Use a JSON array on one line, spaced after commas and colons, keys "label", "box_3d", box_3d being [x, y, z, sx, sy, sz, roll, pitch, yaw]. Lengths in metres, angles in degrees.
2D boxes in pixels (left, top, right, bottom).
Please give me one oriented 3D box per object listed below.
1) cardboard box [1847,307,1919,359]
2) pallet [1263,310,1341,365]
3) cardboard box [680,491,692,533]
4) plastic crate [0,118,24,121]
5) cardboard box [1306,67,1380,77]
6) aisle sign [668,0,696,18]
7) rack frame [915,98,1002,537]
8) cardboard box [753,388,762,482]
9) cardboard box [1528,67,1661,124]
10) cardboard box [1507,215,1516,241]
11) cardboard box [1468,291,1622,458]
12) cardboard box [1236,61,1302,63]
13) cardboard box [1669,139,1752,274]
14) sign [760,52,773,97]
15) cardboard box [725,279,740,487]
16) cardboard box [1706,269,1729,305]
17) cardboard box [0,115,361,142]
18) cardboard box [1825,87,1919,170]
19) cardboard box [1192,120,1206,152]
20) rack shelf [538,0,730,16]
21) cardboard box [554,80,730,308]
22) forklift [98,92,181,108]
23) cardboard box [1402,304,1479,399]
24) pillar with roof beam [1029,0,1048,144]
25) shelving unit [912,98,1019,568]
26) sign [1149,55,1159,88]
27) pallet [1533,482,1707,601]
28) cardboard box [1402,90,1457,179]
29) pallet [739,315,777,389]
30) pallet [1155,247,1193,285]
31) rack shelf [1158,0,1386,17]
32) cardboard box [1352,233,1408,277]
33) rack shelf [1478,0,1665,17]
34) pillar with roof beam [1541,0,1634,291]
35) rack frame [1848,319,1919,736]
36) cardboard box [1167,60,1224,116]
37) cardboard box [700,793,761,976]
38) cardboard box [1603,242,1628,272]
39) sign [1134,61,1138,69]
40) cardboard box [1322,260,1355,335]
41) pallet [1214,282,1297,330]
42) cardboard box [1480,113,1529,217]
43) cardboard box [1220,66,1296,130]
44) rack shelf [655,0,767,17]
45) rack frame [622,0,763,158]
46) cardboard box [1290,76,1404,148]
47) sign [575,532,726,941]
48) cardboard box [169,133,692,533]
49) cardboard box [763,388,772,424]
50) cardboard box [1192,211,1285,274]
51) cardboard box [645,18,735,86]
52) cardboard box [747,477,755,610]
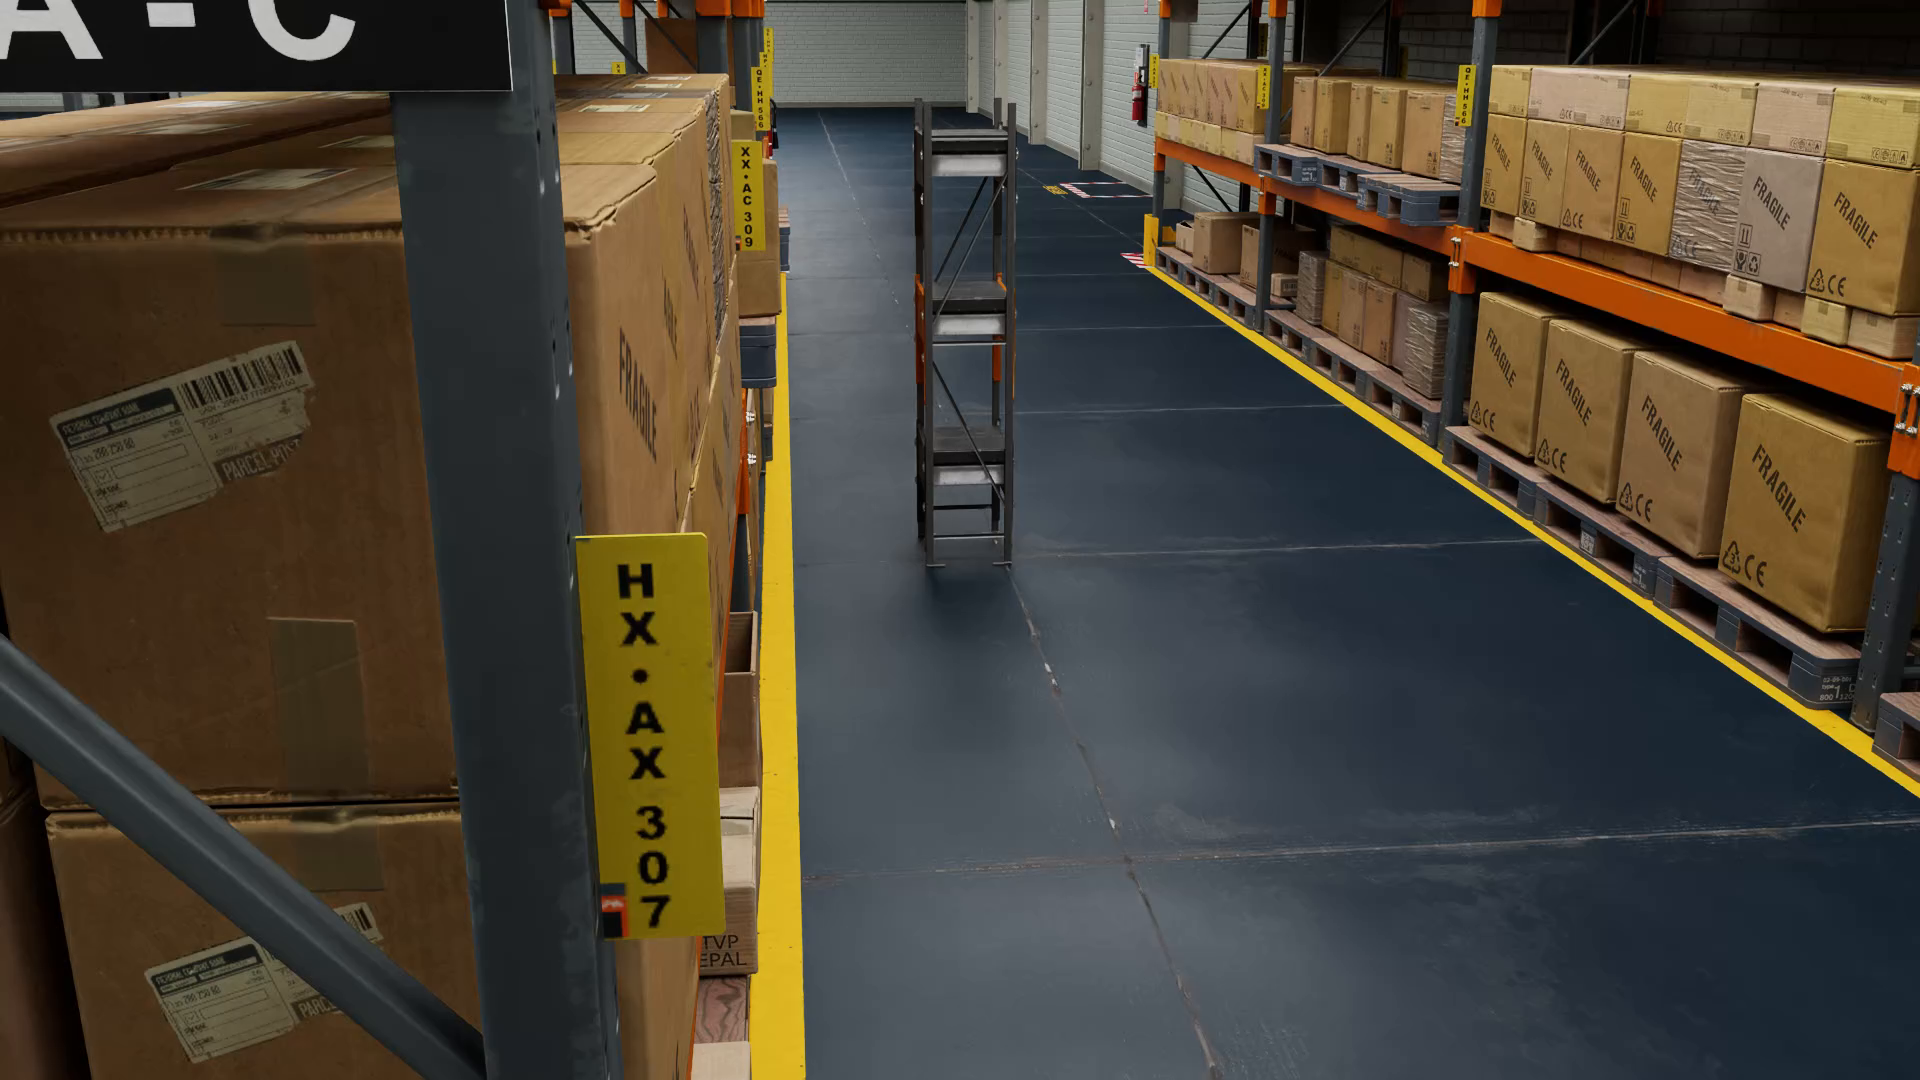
[{"label": "cardboard box", "box_3d": [3.426, -0.746, 5.931, 0.380, 0.149, 0.250, -2, 18, -5]}, {"label": "pallet", "box_3d": [2.999, -1.585, 12.874, 1.003, 0.211, 1.213, -2, 18, -6]}, {"label": "cardboard box", "box_3d": [-0.614, 0.240, 2.238, 0.500, 0.500, 0.500, -2, 18, -6]}, {"label": "plastic crate", "box_3d": [-6.582, -2.737, 11.781, 0.402, 0.464, 0.583, -2, 18, -6]}, {"label": "cardboard box", "box_3d": [3.077, -3.590, 13.569, 0.500, 0.500, 0.500, -2, 18, -7]}, {"label": "aisle sign", "box_3d": [-2.733, -5.436, 16.143, 0.394, 0.787, 0.004, -2, 18, -6]}, {"label": "rack frame", "box_3d": [-0.008, -1.025, 7.937, 0.400, 2.100, 0.015, -2, 18, -6]}, {"label": "cardboard box", "box_3d": [-1.267, -0.548, 8.352, 0.500, 0.500, 0.500, -1, 17, -3]}, {"label": "cardboard box", "box_3d": [3.177, -2.210, 8.258, 0.500, 0.250, 0.500, -2, 18, -6]}, {"label": "cardboard box", "box_3d": [3.151, -1.665, 8.859, 0.380, 0.149, 0.250, -2, 17, -5]}, {"label": "cardboard box", "box_3d": [3.275, -0.907, 8.948, 0.750, 0.750, 0.750, -2, 18, -6]}, {"label": "cardboard box", "box_3d": [2.865, -4.197, 15.503, 0.500, 0.500, 0.500, -2, 18, -7]}, {"label": "cardboard box", "box_3d": [3.338, -1.395, 6.915, 0.500, 0.500, 0.500, -2, 18, -6]}, {"label": "sign", "box_3d": [-1.471, -3.528, 12.605, 0.100, 0.325, 0.005, -2, 18, -6]}, {"label": "cardboard box", "box_3d": [-0.823, -0.363, 4.159, 0.500, 0.500, 0.500, -1, 17, -4]}, {"label": "cardboard box", "box_3d": [3.350, -1.051, 6.902, 0.380, 0.149, 0.250, -2, 18, -6]}, {"label": "cardboard box", "box_3d": [-1.202, -0.372, 2.518, 0.500, 0.500, 0.500, -1, 17, -4]}, {"label": "cardboard box", "box_3d": [3.440, -1.452, 5.847, 0.500, 0.250, 0.500, -1, 17, -4]}, {"label": "cardboard box", "box_3d": [2.404, -3.665, 15.061, 0.500, 0.250, 0.500, -2, 18, -5]}, {"label": "rack shelf", "box_3d": [-0.978, -1.102, 2.873, 1.077, 0.370, 4.000, -2, 18, -6]}, {"label": "cardboard box", "box_3d": [-0.819, -0.840, 4.007, 0.500, 0.500, 0.500, -2, 18, -7]}, {"label": "forklift", "box_3d": [-3.343, -1.429, 7.835, 1.130, 2.935, 3.031, -8, 19, -23]}, {"label": "cardboard box", "box_3d": [3.204, -1.186, 10.386, 0.700, 0.500, 0.500, -2, 17, -5]}, {"label": "pillar with roof beam", "box_3d": [-2.701, -12.250, 32.172, 9.100, 9.000, 0.400, -2, 18, -6]}, {"label": "shelving unit", "box_3d": [0.017, -0.952, 7.705, 0.431, 2.100, 0.503, -2, 18, -6]}, {"label": "sign", "box_3d": [1.965, -4.736, 16.808, 0.100, 0.325, 0.005, -2, 18, -6]}, {"label": "pallet", "box_3d": [3.459, -0.026, 7.906, 1.003, 0.211, 1.213, -2, 18, -6]}, {"label": "cardboard box", "box_3d": [3.187, -2.519, 10.291, 0.700, 0.500, 0.500, -3, 18, -11]}, {"label": "pallet", "box_3d": [-1.158, -0.760, 5.910, 1.003, 0.211, 1.213, -2, 18, -6]}, {"label": "pallet", "box_3d": [2.561, -2.743, 16.562, 1.003, 0.211, 1.213, -2, 18, -6]}, {"label": "rack shelf", "box_3d": [2.711, -4.831, 14.752, 1.077, 0.370, 4.000, -2, 18, -6]}, {"label": "cardboard box", "box_3d": [3.116, -2.018, 11.784, 0.500, 0.250, 0.500, -2, 18, -7]}, {"label": "rack shelf", "box_3d": [3.536, -2.448, 7.160, 1.077, 0.370, 4.000, -2, 18, -6]}, {"label": "pillar with roof beam", "box_3d": [-0.226, -5.099, 9.396, 9.100, 9.000, 0.400, -2, 18, -6]}, {"label": "rack frame", "box_3d": [3.743, -0.764, 5.603, 1.000, 3.000, 0.127, -2, 18, -6]}, {"label": "cardboard box", "box_3d": [2.296, -4.336, 15.946, 0.500, 0.500, 0.500, -2, 18, -5]}, {"label": "cardboard box", "box_3d": [-0.766, 0.847, 4.225, 0.500, 0.311, 0.500, -2, 18, -6]}, {"label": "cardboard box", "box_3d": [3.294, -1.358, 7.880, 0.380, 0.149, 0.250, -2, 17, -5]}, {"label": "sign", "box_3d": [2.639, -7.119, 24.900, 0.001, 0.109, 0.331, -2, 18, -6]}, {"label": "cardboard box", "box_3d": [3.113, -1.794, 12.322, 0.700, 0.500, 0.500, -2, 18, -7]}, {"label": "pallet", "box_3d": [2.813, -2.016, 14.247, 1.003, 0.211, 1.213, -2, 18, -6]}, {"label": "cardboard box", "box_3d": [3.126, -2.002, 8.851, 0.500, 0.500, 0.500, -1, 17, -4]}, {"label": "cardboard box", "box_3d": [2.504, -3.723, 13.994, 0.500, 0.500, 0.500, -2, 18, -6]}, {"label": "rack shelf", "box_3d": [-2.216, -4.677, 14.261, 1.077, 0.370, 4.000, -2, 18, -6]}, {"label": "rack frame", "box_3d": [-2.009, -2.994, 12.704, 1.000, 3.000, 0.127, -2, 18, -6]}, {"label": "cardboard box", "box_3d": [2.936, -3.253, 12.628, 0.700, 0.500, 0.500, -2, 18, -5]}, {"label": "sign", "box_3d": [-0.232, 0.152, 1.240, 0.100, 0.325, 0.005, -2, 18, -6]}, {"label": "cardboard box", "box_3d": [-0.617, -0.239, 2.094, 0.500, 0.500, 0.500, -2, 18, -5]}, {"label": "cardboard box", "box_3d": [-1.359, -0.855, 9.783, 0.500, 0.250, 0.500, -2, 18, -6]}, {"label": "cardboard box", "box_3d": [2.571, -2.758, 15.392, 0.700, 0.500, 0.500, -3, 18, -9]}, {"label": "cardboard box", "box_3d": [-2.062, -3.792, 12.916, 0.700, 0.500, 0.500, -2, 18, -5]}, {"label": "cardboard box", "box_3d": [-1.058, 0.062, 6.409, 0.500, 0.500, 0.500, -2, 17, -5]}]
